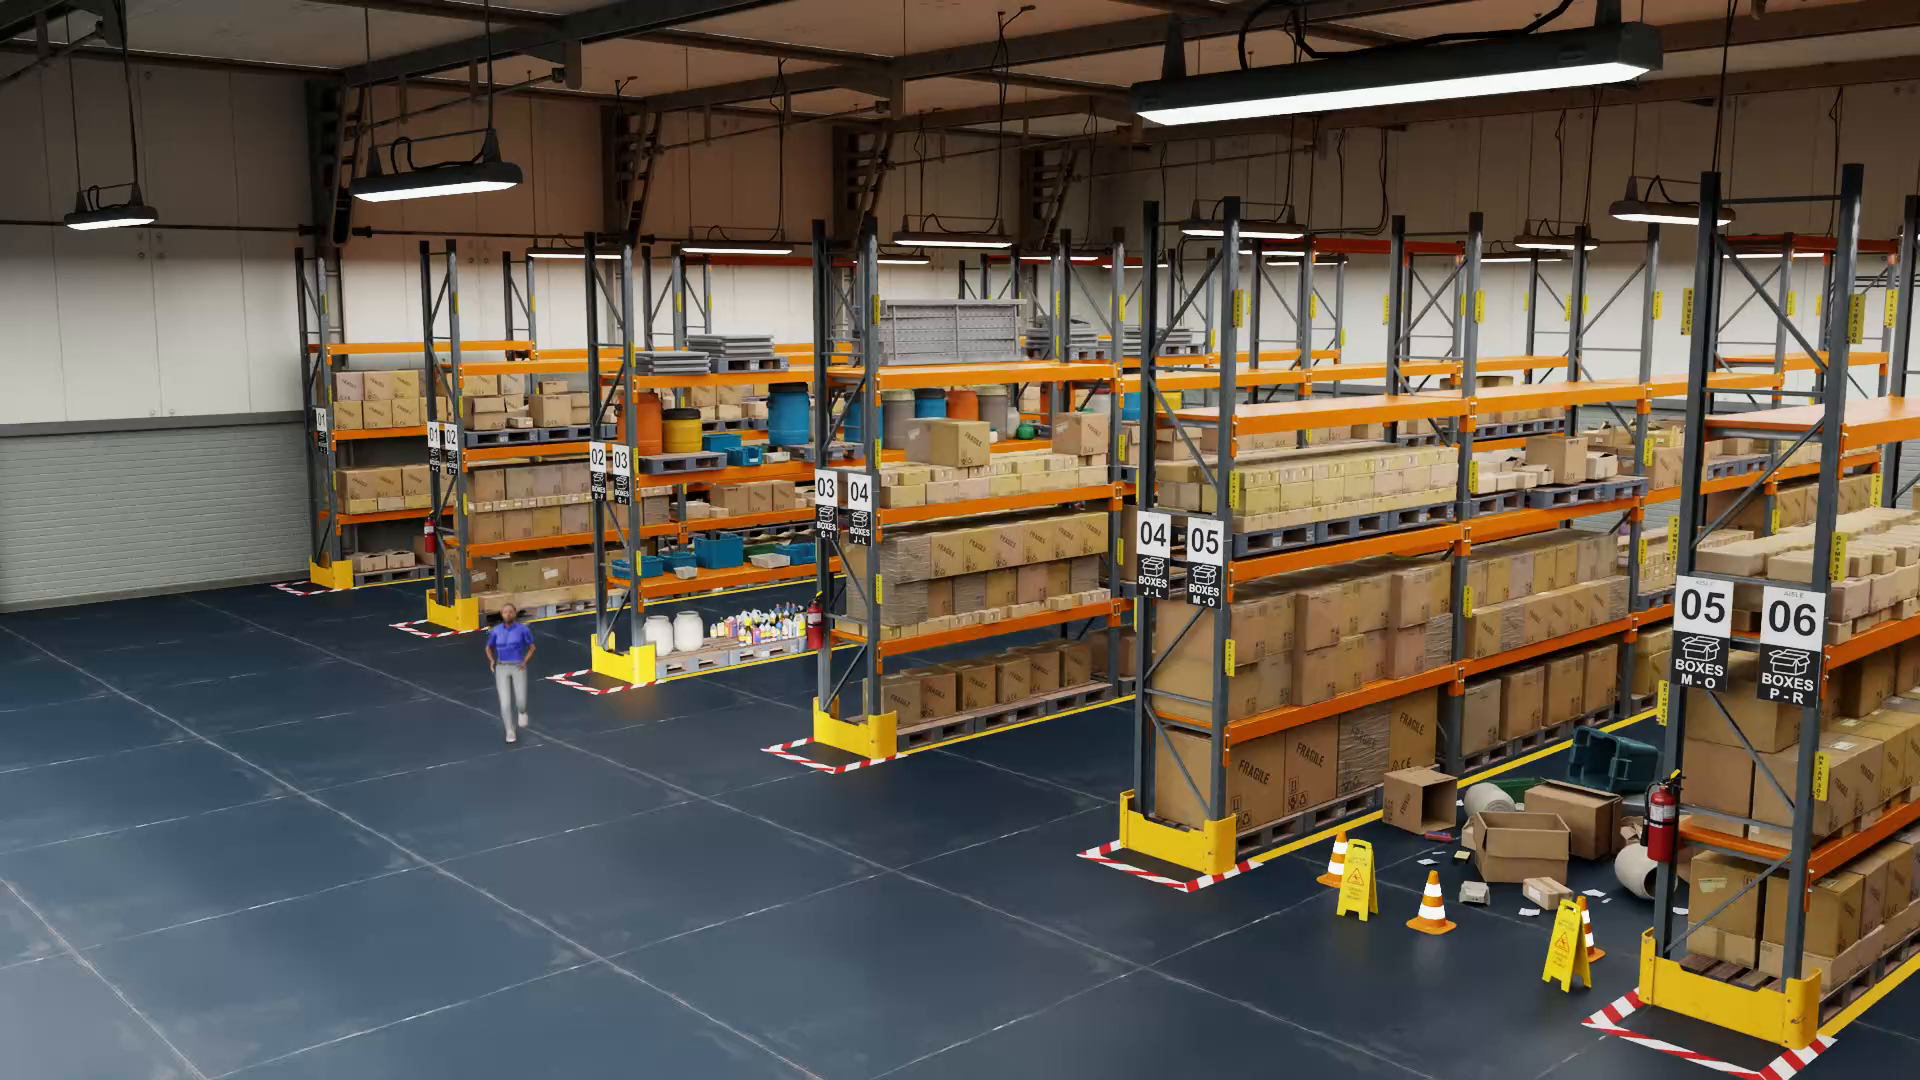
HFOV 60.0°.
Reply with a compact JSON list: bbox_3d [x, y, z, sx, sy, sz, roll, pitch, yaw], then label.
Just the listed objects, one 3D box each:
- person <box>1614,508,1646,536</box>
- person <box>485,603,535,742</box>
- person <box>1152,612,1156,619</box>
[{"bbox_3d":[11.407,0.235,28.369,0.561,1.570,0.870,4,9,27],"label":"person"},{"bbox_3d":[-5.264,1.530,19.468,0.575,1.604,0.558,-2,9,-10],"label":"person"},{"bbox_3d":[3.255,0.296,25.457,0.881,1.799,0.686,-8,11,-43],"label":"person"}]
